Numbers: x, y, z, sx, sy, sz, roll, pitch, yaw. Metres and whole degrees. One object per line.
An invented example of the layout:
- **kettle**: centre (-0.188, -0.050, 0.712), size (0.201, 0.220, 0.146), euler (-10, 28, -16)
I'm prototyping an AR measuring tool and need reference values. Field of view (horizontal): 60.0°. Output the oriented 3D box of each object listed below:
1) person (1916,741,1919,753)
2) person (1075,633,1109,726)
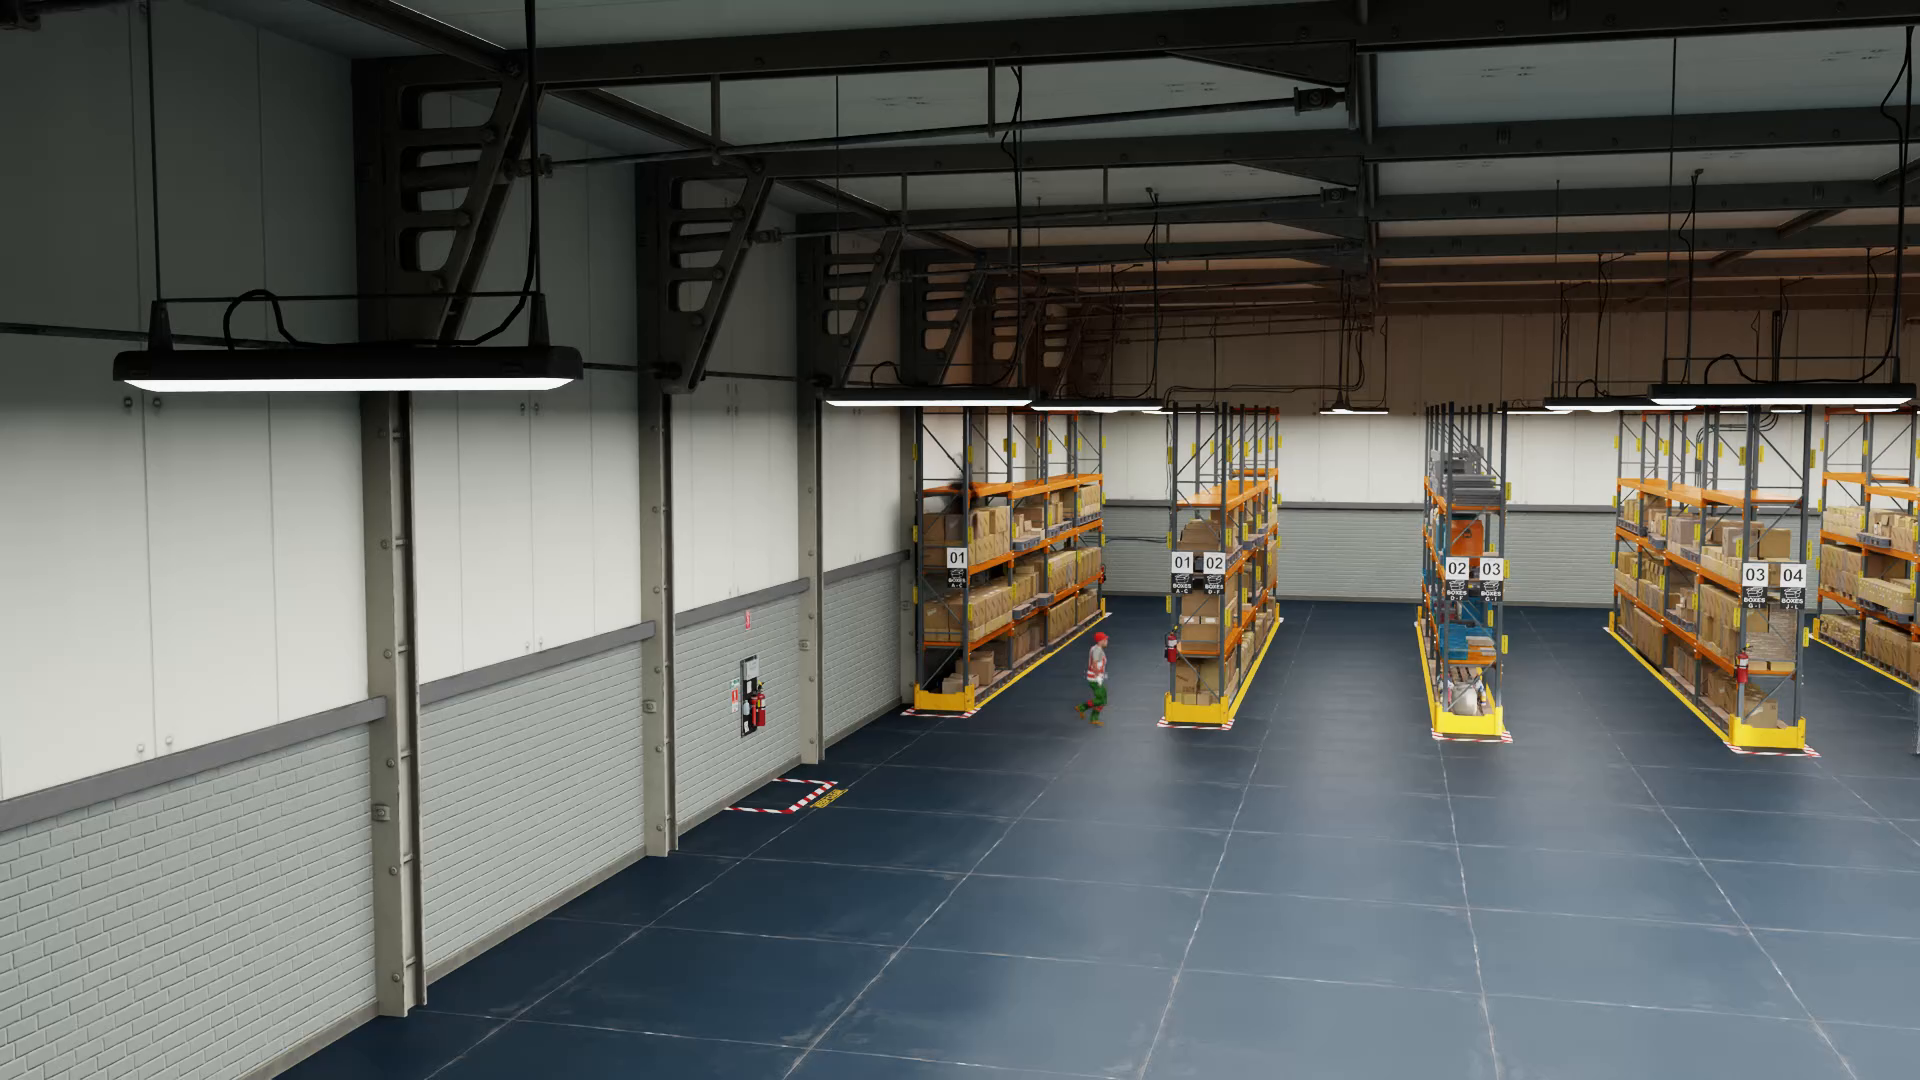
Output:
- **person**: centre (16.597, 2.864, 27.944), size (0.808, 1.613, 0.657), euler (0, 4, 6)
- **person**: centre (2.453, 2.578, 30.891), size (0.629, 1.727, 0.658), euler (0, 4, 6)
